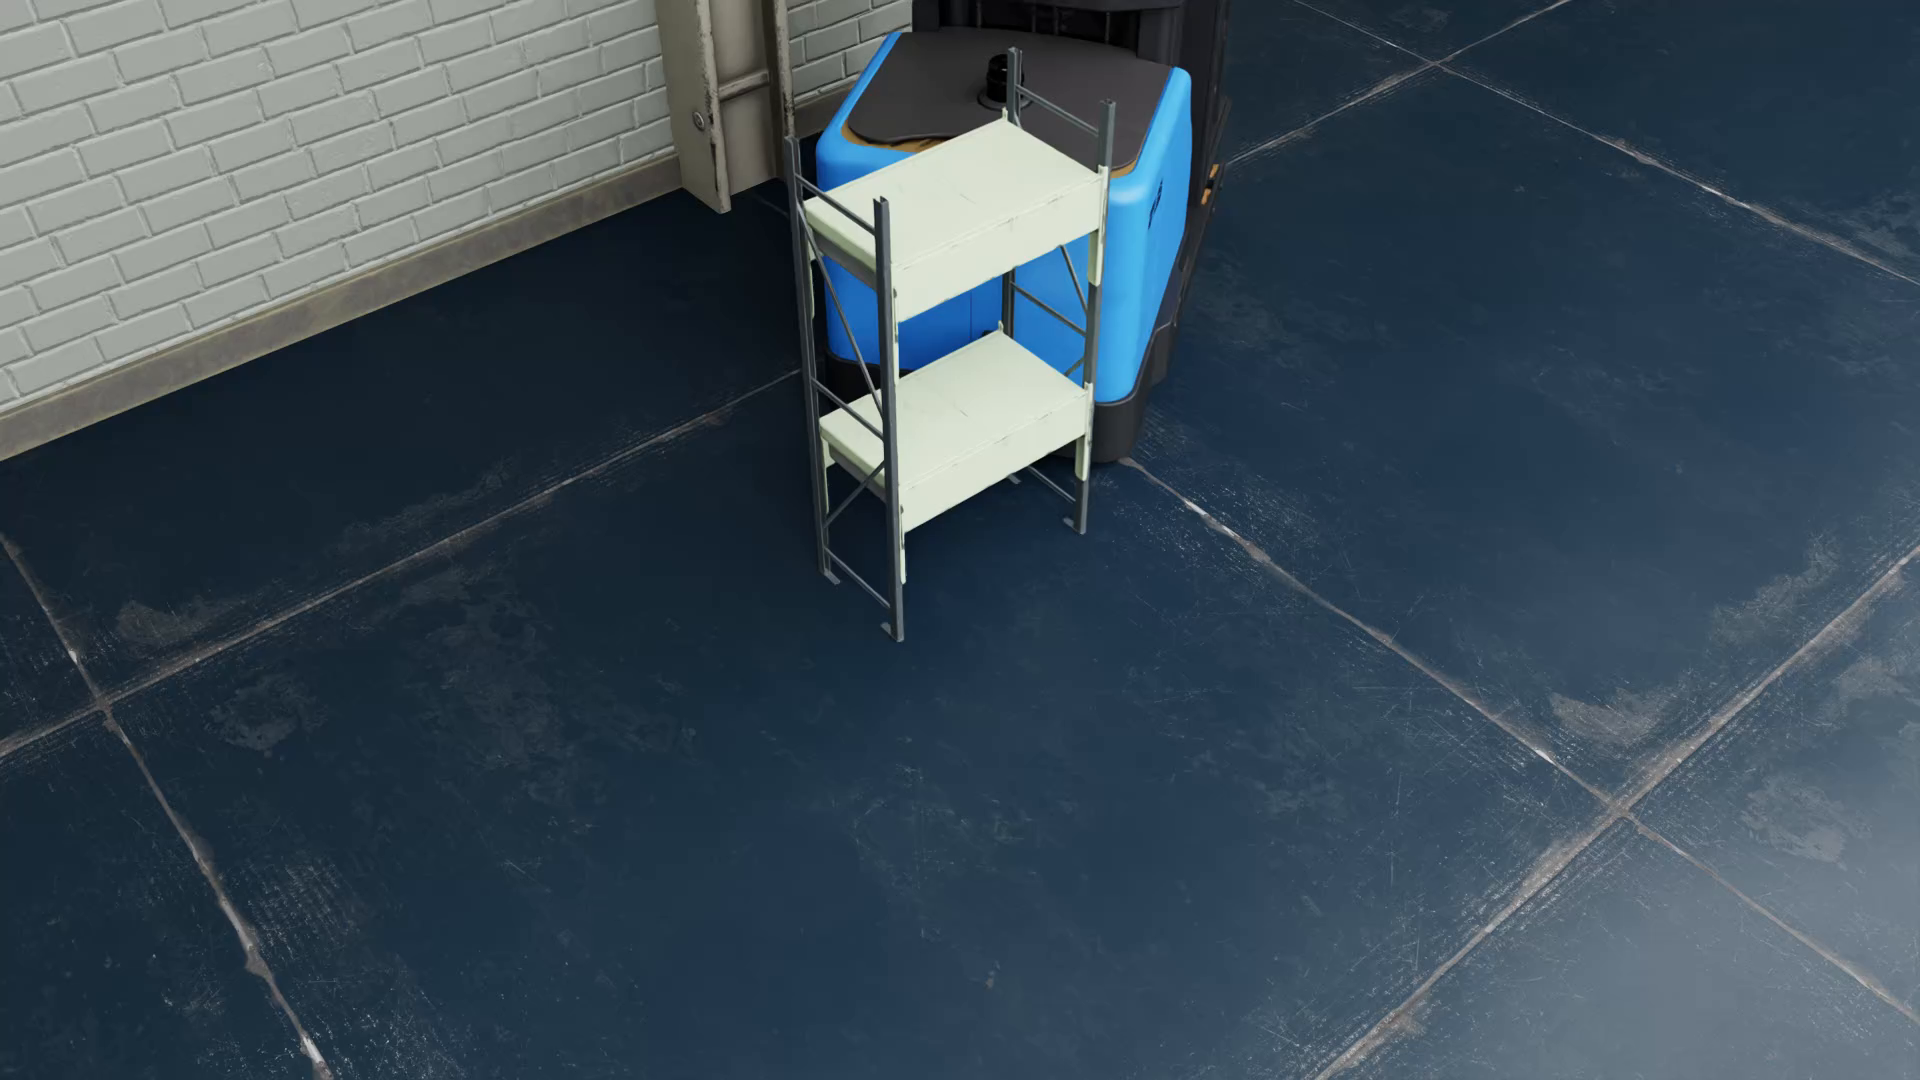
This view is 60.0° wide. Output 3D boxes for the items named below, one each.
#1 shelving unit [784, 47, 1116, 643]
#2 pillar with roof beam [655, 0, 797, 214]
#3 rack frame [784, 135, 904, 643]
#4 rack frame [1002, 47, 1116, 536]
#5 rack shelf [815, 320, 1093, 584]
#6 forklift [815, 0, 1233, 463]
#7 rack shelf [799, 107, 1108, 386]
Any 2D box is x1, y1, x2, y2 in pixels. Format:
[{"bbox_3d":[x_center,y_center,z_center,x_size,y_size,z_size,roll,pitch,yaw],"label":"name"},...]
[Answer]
[{"bbox_3d":[-0.020,-0.510,4.697,0.755,1.500,0.431,-30,51,-28],"label":"shelving unit"},{"bbox_3d":[1.859,-2.487,1.325,0.400,9.000,9.100,-30,51,-28],"label":"pillar with roof beam"},{"bbox_3d":[-0.302,-0.350,4.527,0.023,1.500,0.400,-30,51,-28],"label":"rack frame"},{"bbox_3d":[0.262,-0.670,4.867,0.023,1.500,0.400,-30,51,-28],"label":"rack frame"},{"bbox_3d":[-0.020,-0.272,4.921,0.720,0.370,0.431,-30,51,-28],"label":"rack shelf"},{"bbox_3d":[0.433,-2.345,5.606,1.130,2.935,3.031,11,44,11],"label":"forklift"},{"bbox_3d":[-0.020,-0.794,4.430,0.720,0.370,0.431,-30,51,-28],"label":"rack shelf"}]
